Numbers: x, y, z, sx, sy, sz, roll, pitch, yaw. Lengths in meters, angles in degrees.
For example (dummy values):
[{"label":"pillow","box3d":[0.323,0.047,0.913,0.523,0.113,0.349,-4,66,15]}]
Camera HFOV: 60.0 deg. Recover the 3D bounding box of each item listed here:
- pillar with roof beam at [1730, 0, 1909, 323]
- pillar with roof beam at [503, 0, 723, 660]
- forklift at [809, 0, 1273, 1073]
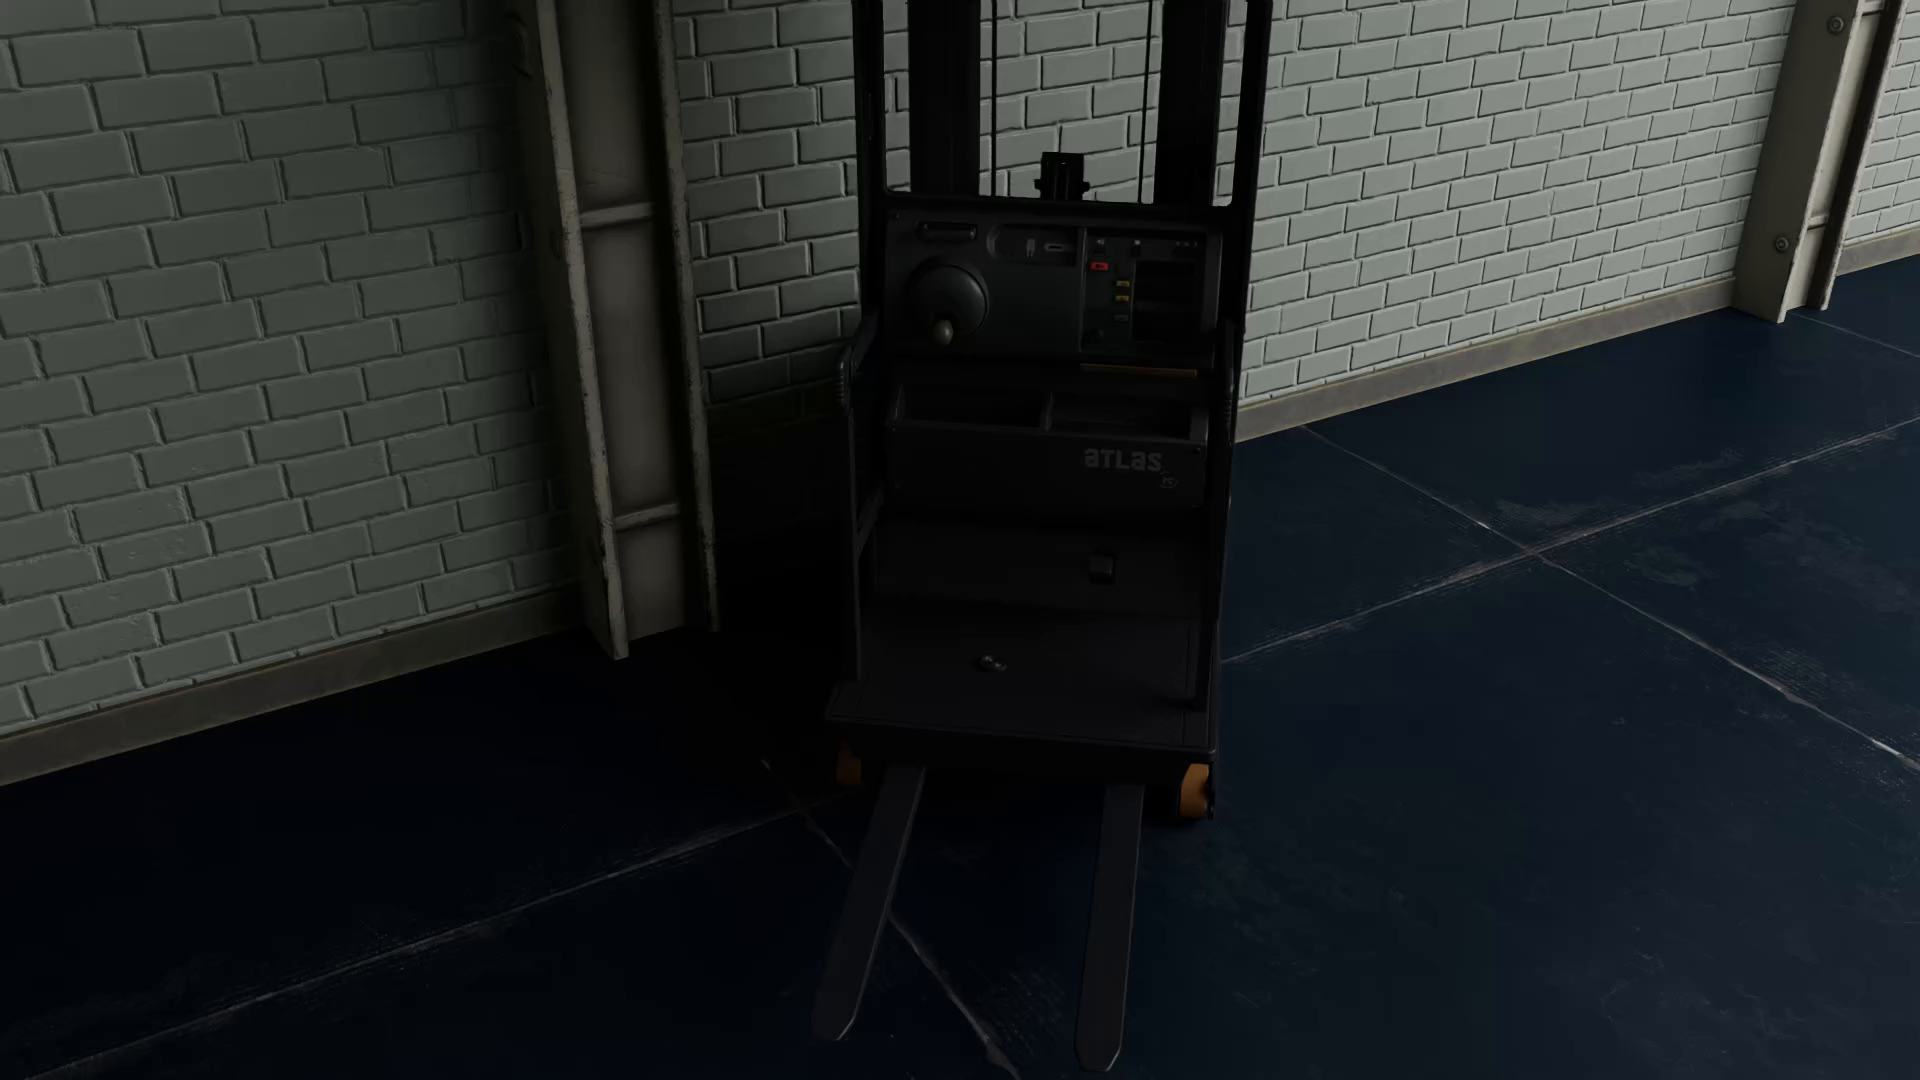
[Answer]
[{"label":"pillar with roof beam","box3d":[6.295,-3.326,2.964,0.400,9.000,9.100,-16,33,-26]},{"label":"pillar with roof beam","box3d":[1.122,-1.858,0.303,0.400,9.000,9.100,-16,33,-26]},{"label":"forklift","box3d":[0.222,-0.663,4.418,1.130,2.935,3.031,4,29,7]}]
